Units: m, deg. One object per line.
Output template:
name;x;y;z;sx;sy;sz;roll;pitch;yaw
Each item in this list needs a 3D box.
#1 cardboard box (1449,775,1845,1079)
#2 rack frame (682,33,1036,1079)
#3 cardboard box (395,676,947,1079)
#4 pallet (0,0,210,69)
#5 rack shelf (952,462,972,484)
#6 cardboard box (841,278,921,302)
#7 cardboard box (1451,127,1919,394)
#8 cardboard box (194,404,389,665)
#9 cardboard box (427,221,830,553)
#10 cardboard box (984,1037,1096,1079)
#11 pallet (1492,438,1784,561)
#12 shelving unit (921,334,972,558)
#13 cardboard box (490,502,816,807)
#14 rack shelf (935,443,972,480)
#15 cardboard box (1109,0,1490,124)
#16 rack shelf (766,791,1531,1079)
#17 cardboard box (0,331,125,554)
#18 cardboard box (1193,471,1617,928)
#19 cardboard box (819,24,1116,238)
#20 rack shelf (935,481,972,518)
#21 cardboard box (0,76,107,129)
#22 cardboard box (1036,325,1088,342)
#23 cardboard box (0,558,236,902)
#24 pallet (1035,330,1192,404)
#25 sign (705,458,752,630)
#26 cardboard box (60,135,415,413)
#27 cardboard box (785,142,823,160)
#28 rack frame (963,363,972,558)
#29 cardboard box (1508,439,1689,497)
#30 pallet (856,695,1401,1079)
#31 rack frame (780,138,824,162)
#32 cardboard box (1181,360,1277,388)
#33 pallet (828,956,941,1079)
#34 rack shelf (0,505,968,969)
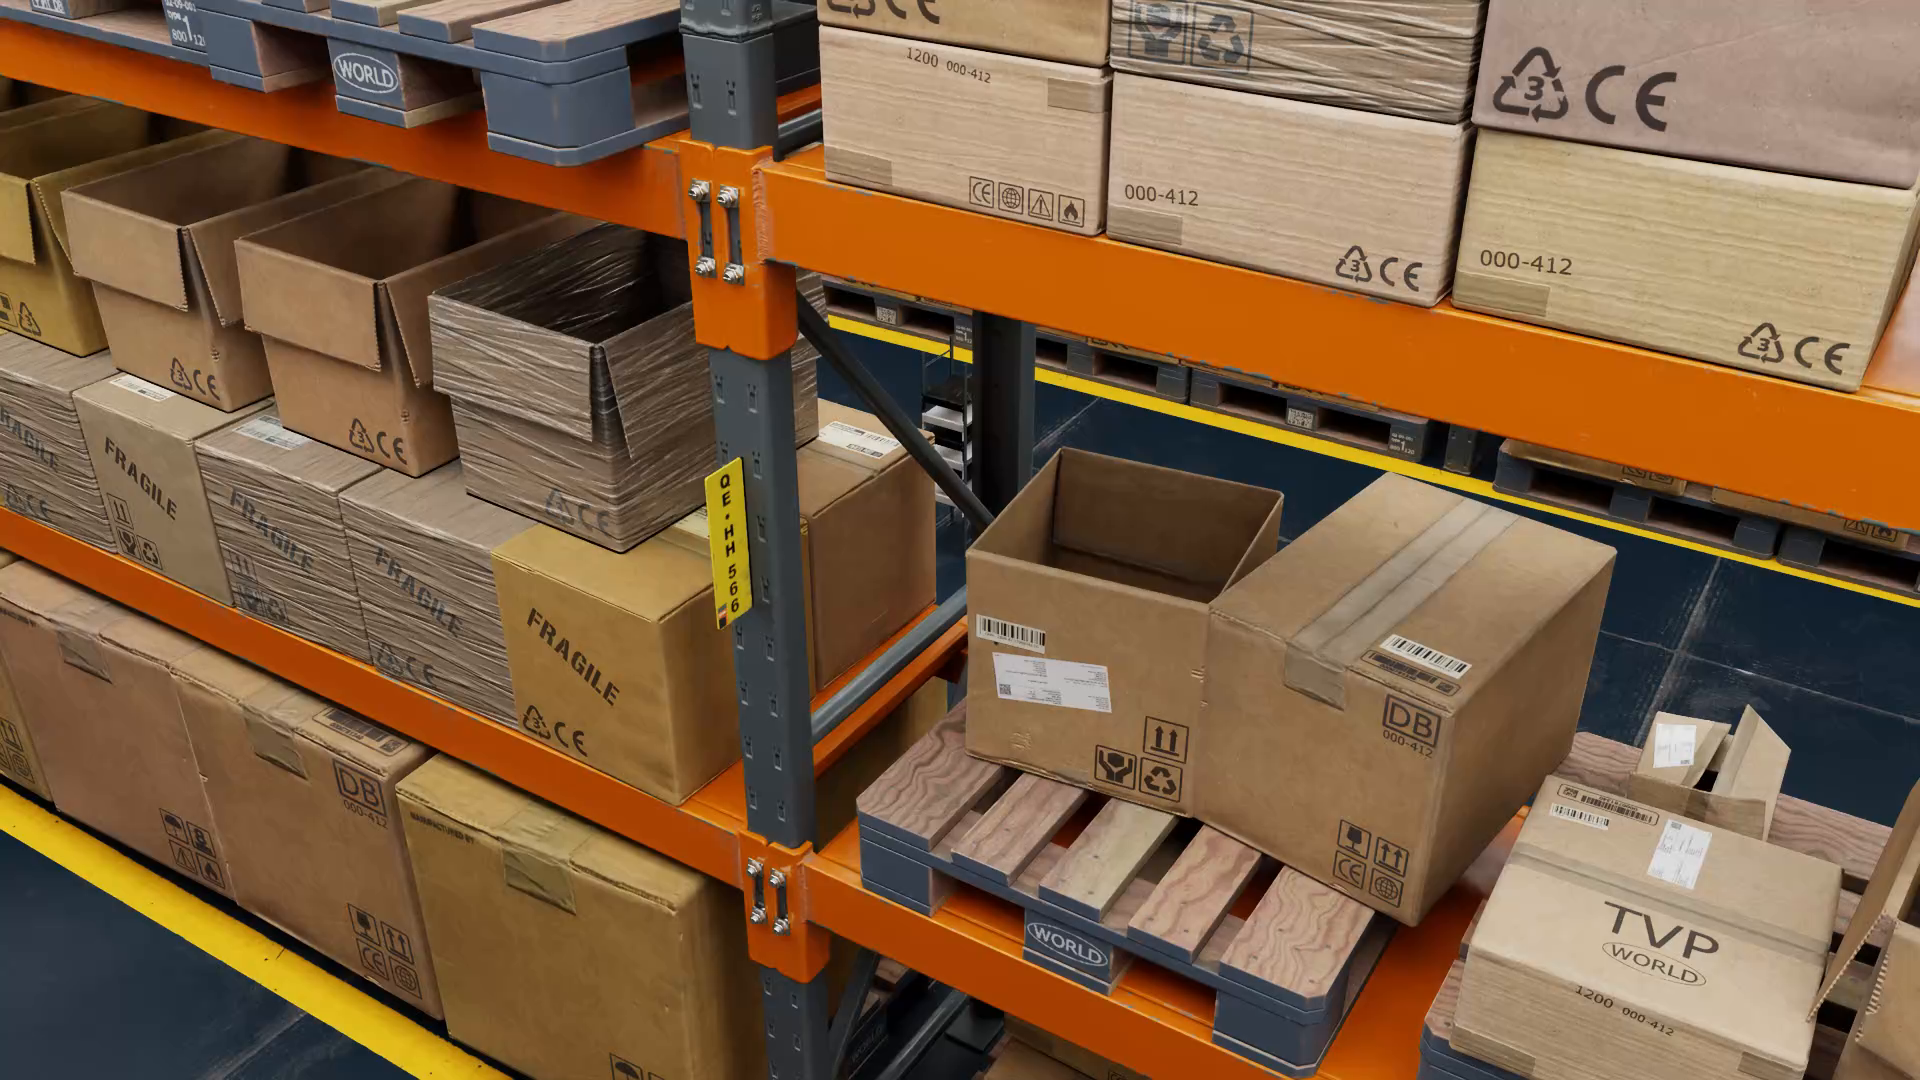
cardboard box;1.158;0.702;2.801;0.500;0.250;0.500;17;34;26
rack frame;-0.139;0.272;3.807;0.127;3.000;1.000;18;35;27
cardboard box;-0.712;0.814;4.569;0.875;0.875;1.225;16;34;25
pallet;-1.661;-1.390;3.867;1.213;0.211;1.003;19;35;30
rack shelf;-0.007;-0.284;7.089;0.200;0.077;0.258;18;35;27
cardboard box;-0.319;-1.680;9.217;0.500;0.500;0.500;19;35;29
cardboard box;0.999;-0.453;2.222;0.500;0.250;0.500;18;35;28
cardboard box;-1.549;-0.072;4.297;0.500;0.500;0.500;16;34;26
cardboard box;-0.749;-0.407;3.877;0.637;0.503;0.797;19;35;29
cardboard box;0.439;1.332;4.033;0.500;0.500;0.700;16;34;25
pallet;3.211;-0.370;7.675;1.213;0.211;1.003;18;35;27
shelving unit;-0.007;-0.391;7.027;0.210;0.900;0.258;18;35;27
cardboard box;-0.689;0.202;3.827;0.500;0.500;0.500;19;35;29
rack shelf;-0.007;-0.362;7.044;0.200;0.077;0.258;18;35;27
cardboard box;0.550;-0.910;2.261;0.500;0.500;0.500;18;35;28
rack shelf;1.555;1.118;3.070;4.000;0.370;1.077;18;35;27
cardboard box;-2.420;-0.344;4.764;0.500;0.500;0.500;17;34;26
cardboard box;0.866;0.282;3.274;0.500;0.500;0.700;23;38;34
cardboard box;0.124;-0.724;2.687;0.500;0.250;0.500;18;35;28
rack shelf;-0.007;-0.207;7.134;0.200;0.077;0.258;18;35;27
cardboard box;-2.981;-1.109;5.079;0.637;0.503;0.797;17;34;26
cardboard box;0.580;-1.405;8.745;0.500;0.500;0.500;18;35;28
cardboard box;-2.217;0.339;5.385;0.875;0.875;1.225;16;34;26
pallet;0.893;-1.151;9.013;1.213;0.211;1.003;18;35;27
sign;-0.431;0.009;3.108;0.005;0.325;0.100;18;35;27
cardboard box;-1.871;-0.760;4.481;0.637;0.503;0.797;19;35;29
cardboard box;-0.986;-2.277;9.999;0.250;0.149;0.380;19;35;29
rack frame;0.079;-0.364;6.980;0.006;0.900;0.240;18;35;27
cardboard box;3.052;-0.826;7.505;0.750;0.750;1.050;17;34;27
pallet;0.521;0.500;3.606;1.003;0.211;1.213;18;35;27
rack frame;-0.804;-2.890;9.226;0.127;3.000;1.000;18;35;27
cardboard box;1.450;-1.125;8.266;0.500;0.500;0.500;19;35;29
pallet;-0.766;1.233;4.927;1.213;0.211;1.003;18;35;27
rack shelf;-1.833;0.047;4.907;4.000;0.370;1.077;18;35;27
